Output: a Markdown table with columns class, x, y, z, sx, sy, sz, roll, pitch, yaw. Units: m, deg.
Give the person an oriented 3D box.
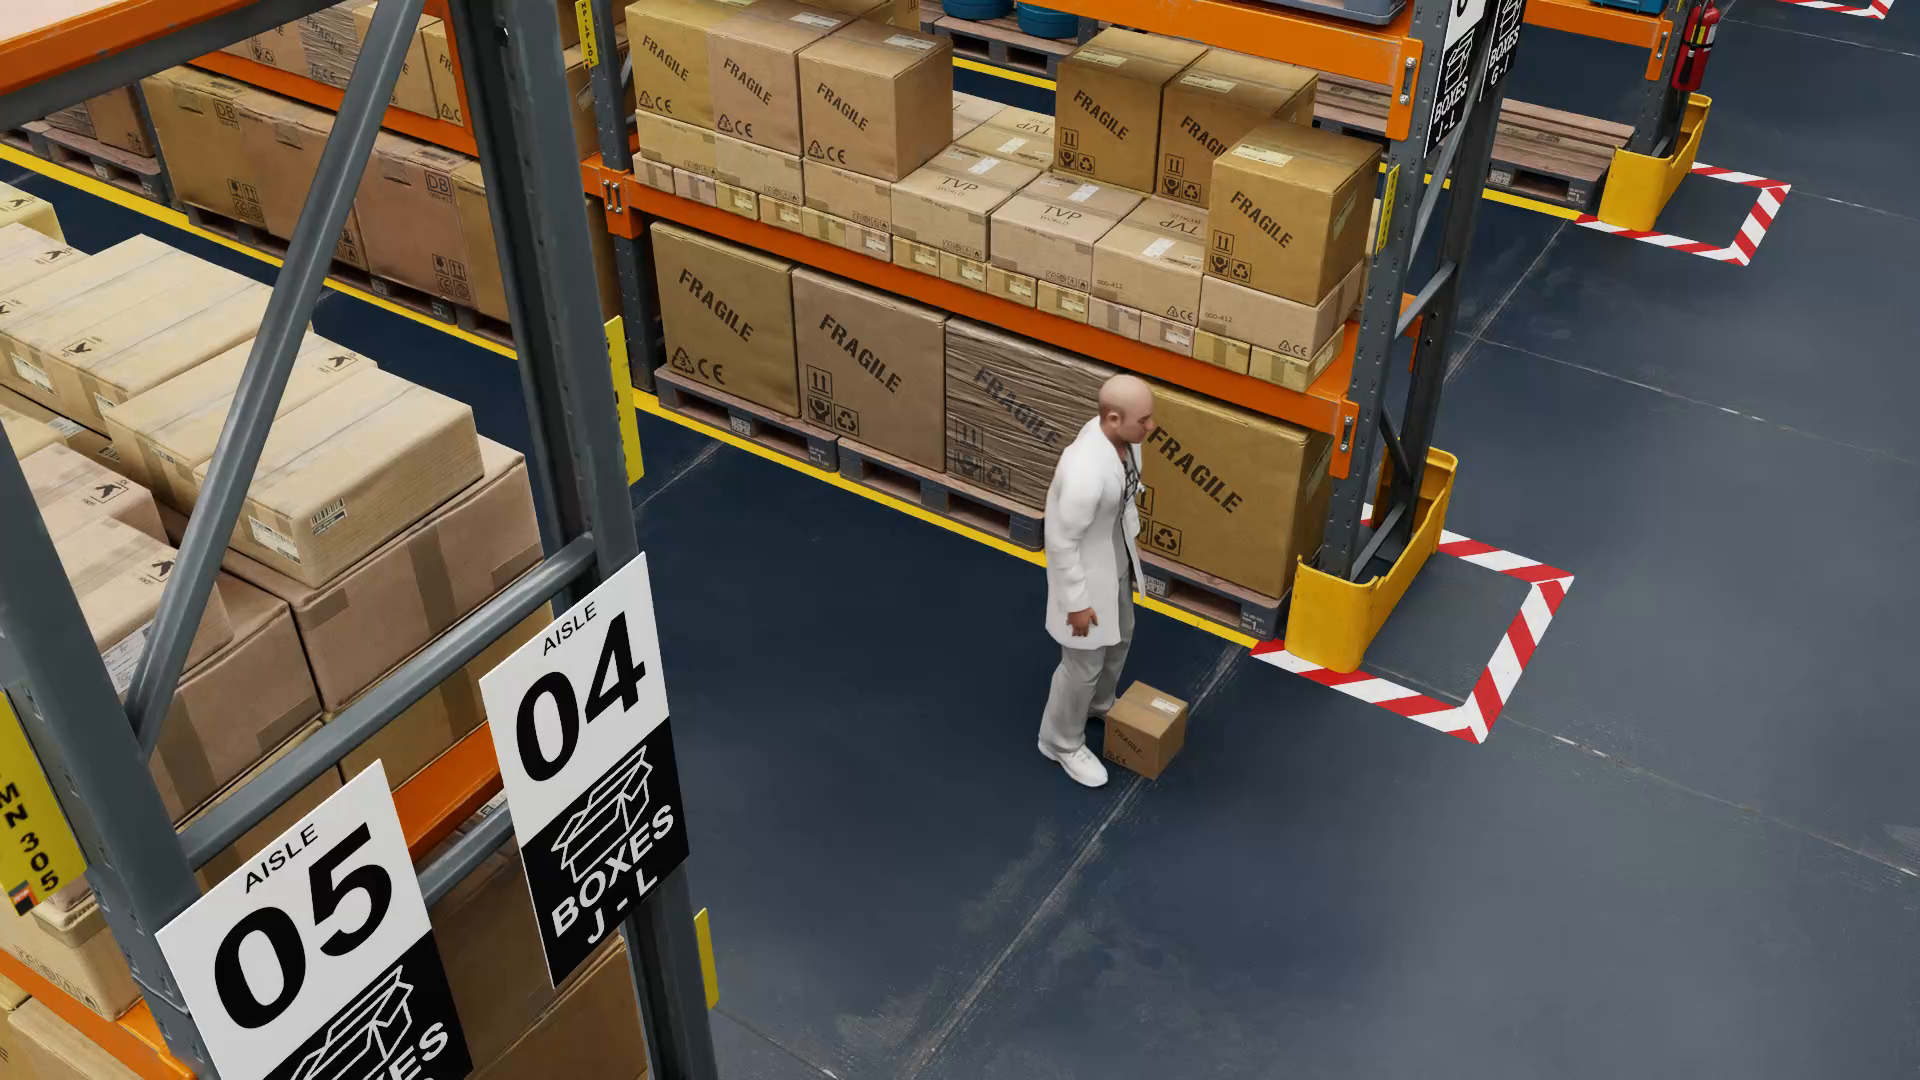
| class | x | y | z | sx | sy | sz | roll | pitch | yaw |
| --- | --- | --- | --- | --- | --- | --- | --- | --- | --- |
| person | 0.551 | 0.117 | 6.545 | 0.433 | 1.772 | 0.649 | 18 | 41 | 22 |
